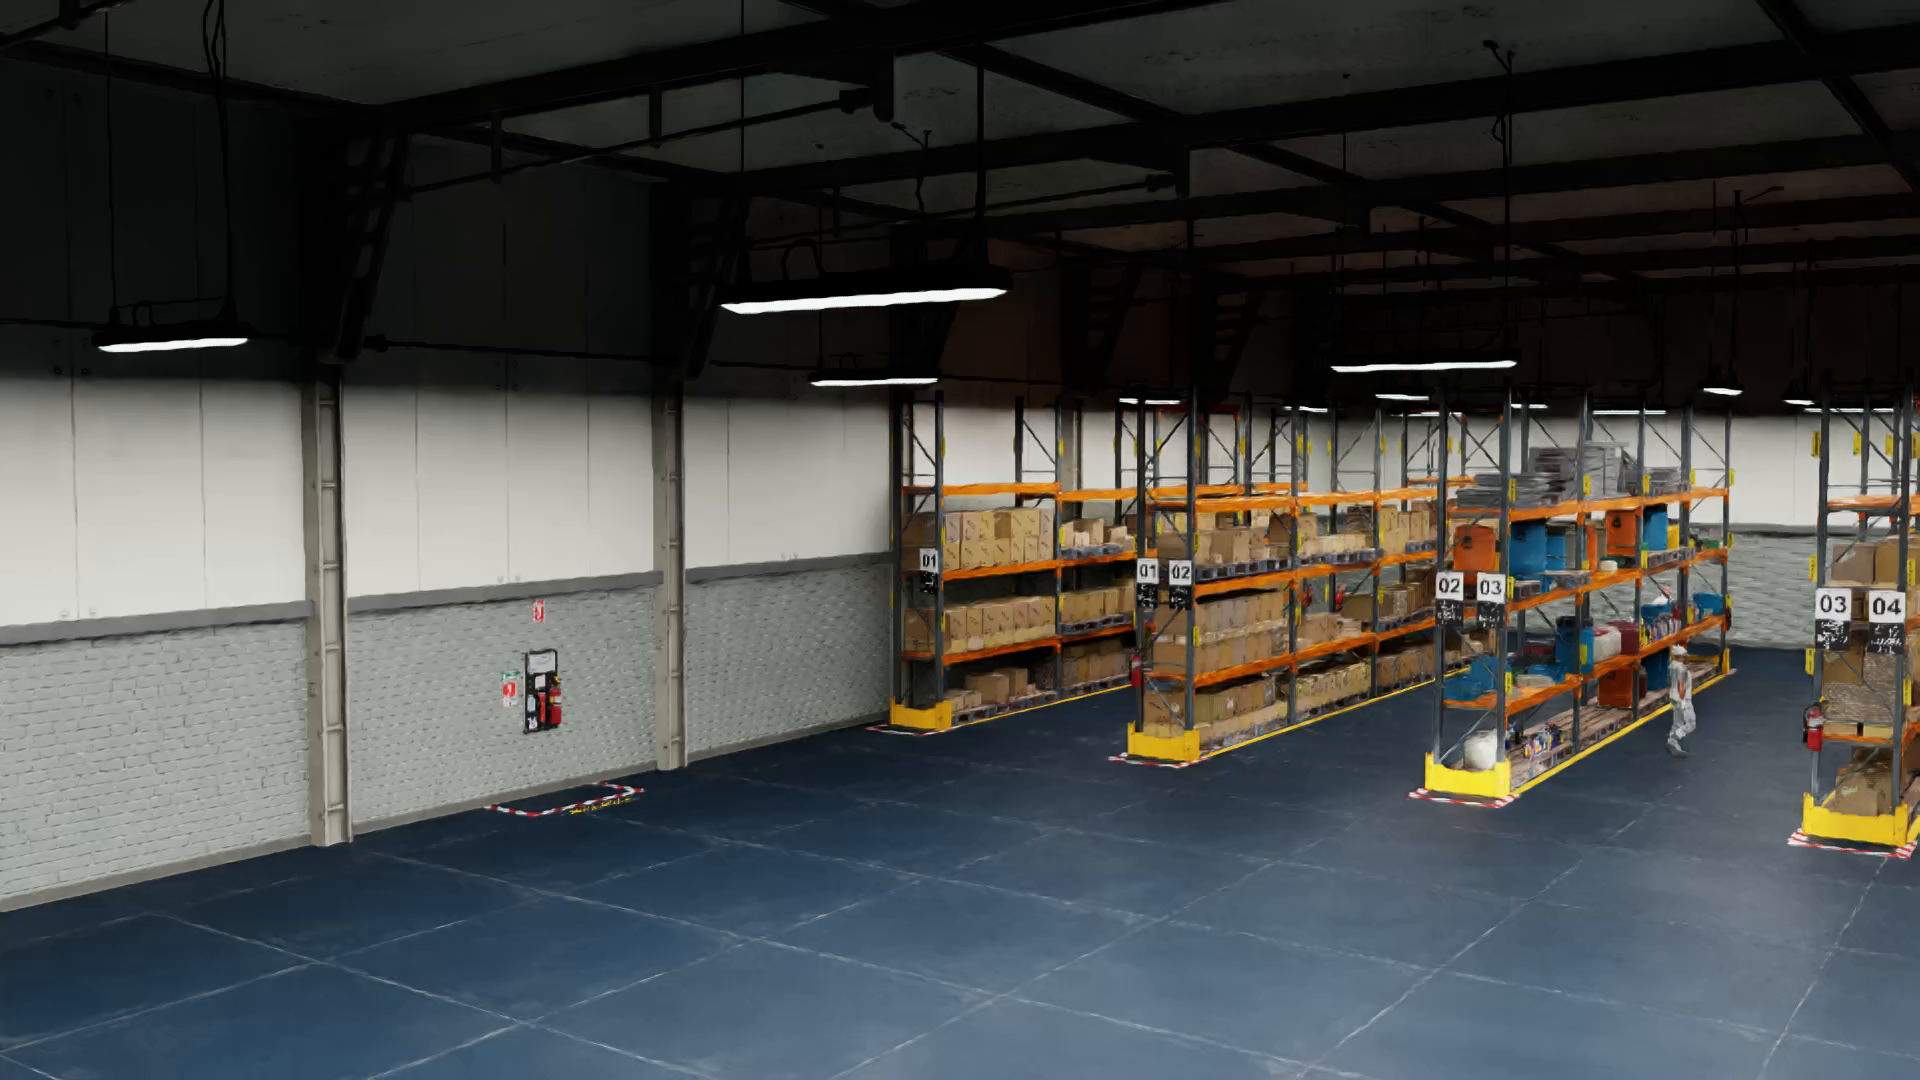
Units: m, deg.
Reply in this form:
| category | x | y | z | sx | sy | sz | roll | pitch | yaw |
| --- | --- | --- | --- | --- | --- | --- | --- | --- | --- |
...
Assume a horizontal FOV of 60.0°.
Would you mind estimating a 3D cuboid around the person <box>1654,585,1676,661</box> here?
| category | x | y | z | sx | sy | sz | roll | pitch | yaw |
| --- | --- | --- | --- | --- | --- | --- | --- | --- | --- |
| person | 16.379 | 1.929 | 38.546 | 0.750 | 1.770 | 0.583 | -1 | 3 | -21 |

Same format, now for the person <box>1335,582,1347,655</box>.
| category | x | y | z | sx | sy | sz | roll | pitch | yaw |
| --- | --- | --- | --- | --- | --- | --- | --- | --- | --- |
| person | 9.193 | 1.871 | 40.016 | 0.403 | 1.733 | 0.659 | 1 | 4 | 25 |

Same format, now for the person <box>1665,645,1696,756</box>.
| category | x | y | z | sx | sy | sz | roll | pitch | yaw |
| --- | --- | --- | --- | --- | --- | --- | --- | --- | --- |
| person | 11.614 | 2.595 | 26.852 | 0.444 | 1.786 | 0.598 | 0 | 3 | 9 |
